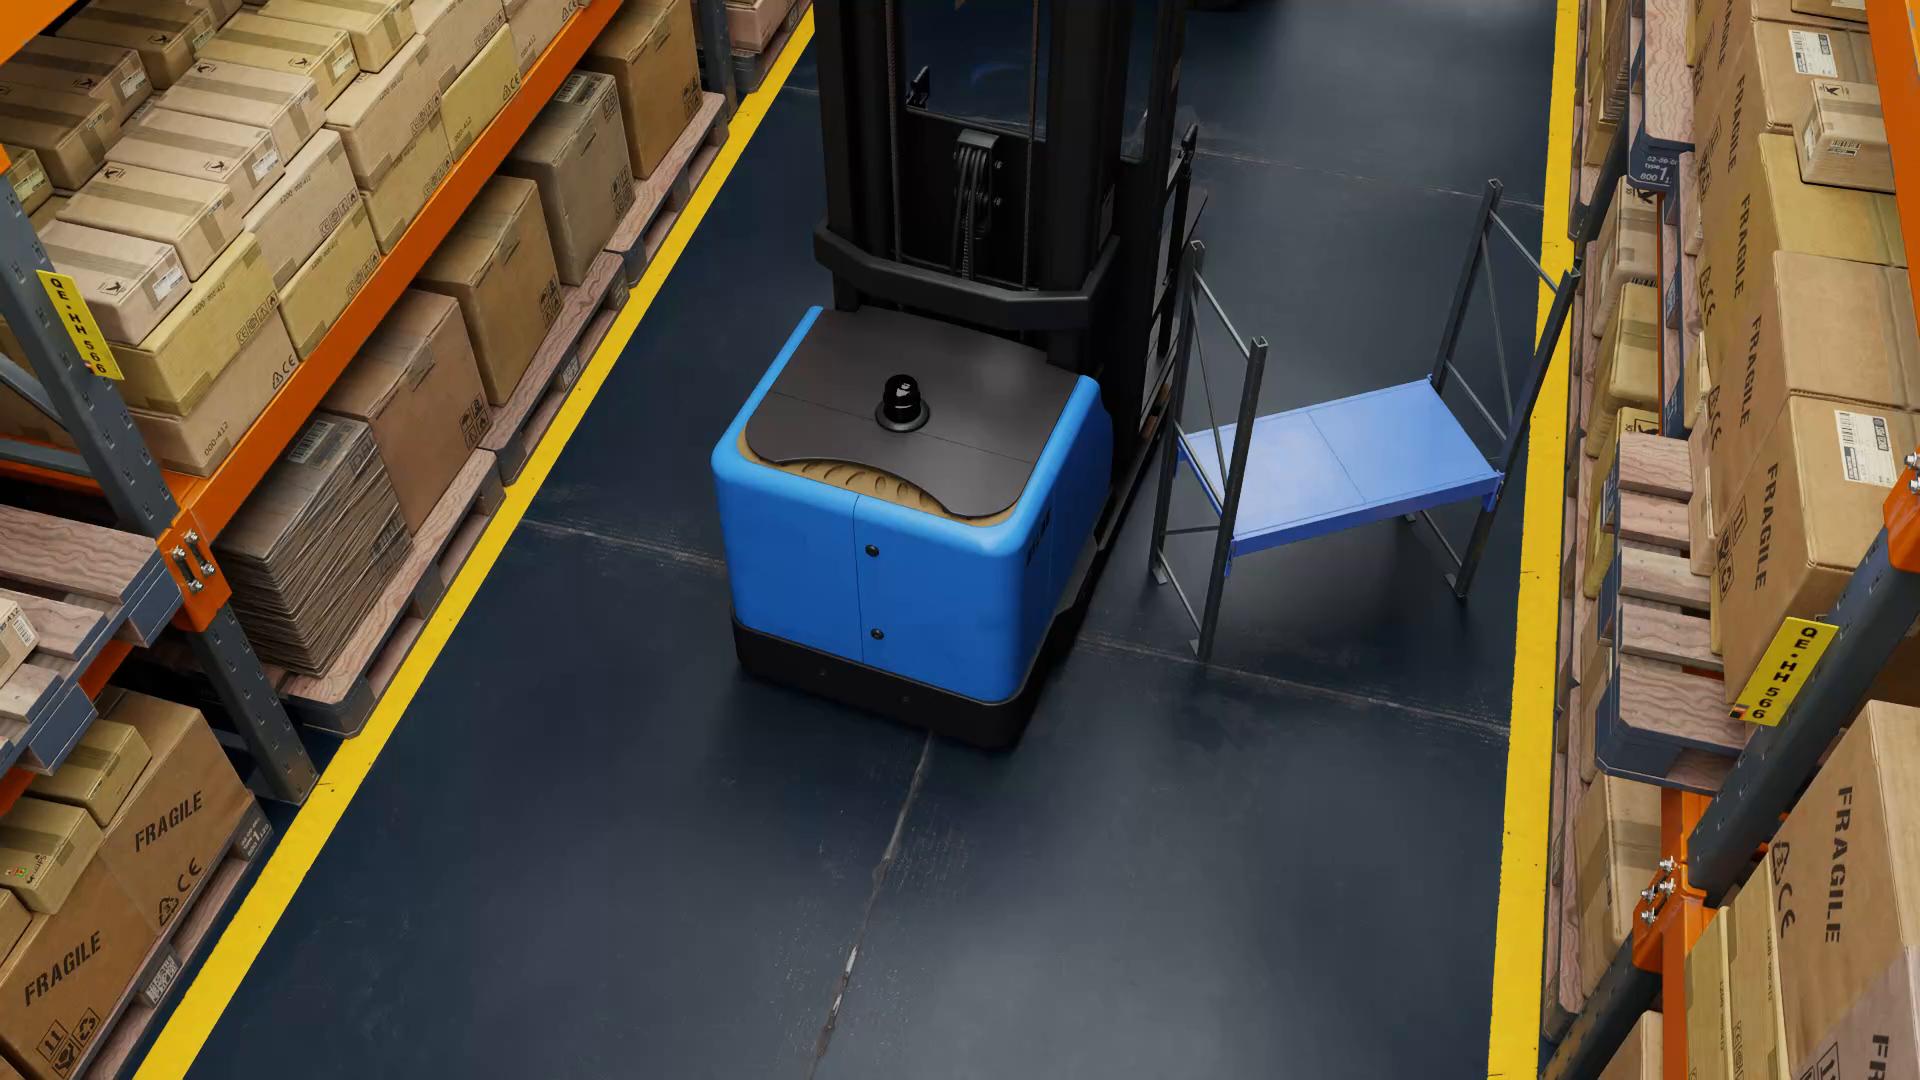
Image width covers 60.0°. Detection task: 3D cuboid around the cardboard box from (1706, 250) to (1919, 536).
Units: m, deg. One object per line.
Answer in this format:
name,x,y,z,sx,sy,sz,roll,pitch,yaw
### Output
cardboard box,2.135,-0.308,3.976,0.500,0.500,0.500,11,49,9

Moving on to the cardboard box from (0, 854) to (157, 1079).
cardboard box,-2.678,1.142,4.628,0.500,0.500,0.500,11,49,9

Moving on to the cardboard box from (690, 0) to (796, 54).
cardboard box,-1.133,-2.661,8.152,0.500,0.250,0.500,12,50,10

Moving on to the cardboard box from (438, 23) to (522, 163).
cardboard box,-1.875,-1.589,5.752,0.500,0.250,0.500,13,50,11

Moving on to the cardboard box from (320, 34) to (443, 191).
cardboard box,-1.991,-1.380,5.234,0.500,0.250,0.500,10,49,9

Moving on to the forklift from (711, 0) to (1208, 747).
forklift,0.227,-1.407,5.537,1.130,2.935,3.031,16,51,14

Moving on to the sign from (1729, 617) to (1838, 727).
sign,1.632,0.266,3.296,0.100,0.325,0.005,12,50,10

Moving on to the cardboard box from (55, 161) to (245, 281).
cardboard box,-2.195,-0.868,4.516,0.380,0.149,0.250,13,50,11

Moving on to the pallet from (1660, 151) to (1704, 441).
pallet,2.639,-0.654,4.954,1.003,0.211,1.213,12,50,10

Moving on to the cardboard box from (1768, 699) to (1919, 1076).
cardboard box,1.792,0.667,2.927,0.500,0.500,0.500,10,49,9

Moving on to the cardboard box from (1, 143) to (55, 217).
cardboard box,-2.781,-0.988,4.622,0.380,0.149,0.250,13,50,11

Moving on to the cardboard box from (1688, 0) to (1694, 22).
cardboard box,2.760,-1.889,5.804,0.380,0.149,0.250,12,50,11

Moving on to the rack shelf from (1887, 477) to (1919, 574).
rack shelf,1.631,1.415,1.480,1.077,0.370,4.000,12,50,10

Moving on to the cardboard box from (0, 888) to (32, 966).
cardboard box,-2.671,1.012,4.311,0.380,0.149,0.250,10,49,9

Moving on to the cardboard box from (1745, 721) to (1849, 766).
cardboard box,2.017,0.383,3.798,0.380,0.149,0.250,13,50,11

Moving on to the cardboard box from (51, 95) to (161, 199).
cardboard box,-2.649,-1.120,5.004,0.500,0.250,0.500,12,50,10

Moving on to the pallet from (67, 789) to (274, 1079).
pallet,-2.865,1.201,5.049,1.003,0.211,1.213,12,50,10

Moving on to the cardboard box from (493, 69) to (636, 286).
cardboard box,-1.917,-1.561,6.931,0.875,0.625,0.625,11,50,10

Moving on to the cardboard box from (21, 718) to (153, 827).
cardboard box,-2.518,0.627,4.651,0.380,0.149,0.250,9,49,8

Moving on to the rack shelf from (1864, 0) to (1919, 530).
rack shelf,2.684,-1.478,4.033,1.077,0.370,4.000,12,50,10

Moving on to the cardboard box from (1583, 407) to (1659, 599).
cardboard box,2.707,-0.036,5.754,0.950,0.372,0.625,13,50,11

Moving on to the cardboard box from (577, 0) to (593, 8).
cardboard box,-1.586,-2.317,6.394,0.500,0.250,0.500,11,50,10

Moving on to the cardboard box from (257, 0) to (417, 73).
cardboard box,-1.934,-1.610,5.171,0.380,0.149,0.250,13,50,11

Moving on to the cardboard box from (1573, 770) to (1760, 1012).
cardboard box,2.316,1.047,4.798,0.950,0.372,0.625,9,49,7

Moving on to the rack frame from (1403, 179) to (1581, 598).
rack frame,1.758,-0.465,5.660,0.032,1.500,0.500,-13,50,-12

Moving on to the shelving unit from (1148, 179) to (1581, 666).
shelving unit,1.273,-0.350,5.559,1.048,1.500,0.538,-13,50,-12

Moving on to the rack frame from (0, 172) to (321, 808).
rack frame,-2.632,-0.254,4.474,1.000,3.000,0.127,12,50,10

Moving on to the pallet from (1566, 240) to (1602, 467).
pallet,3.007,-0.684,6.713,1.003,0.211,1.213,12,50,10

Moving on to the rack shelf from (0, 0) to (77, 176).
rack shelf,-2.106,-2.455,4.895,1.077,0.370,4.000,12,50,10

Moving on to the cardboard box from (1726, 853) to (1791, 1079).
cardboard box,1.786,0.925,3.200,0.500,0.250,0.500,11,50,10

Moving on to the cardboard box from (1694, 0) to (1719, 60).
cardboard box,2.679,-1.796,5.289,0.500,0.500,0.500,12,50,10

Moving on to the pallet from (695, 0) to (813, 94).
pallet,-1.330,-2.792,8.573,1.003,0.211,1.213,12,50,10

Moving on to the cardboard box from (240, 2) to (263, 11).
cardboard box,-2.375,-1.844,5.643,0.500,0.250,0.500,11,49,9

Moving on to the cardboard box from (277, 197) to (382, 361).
cardboard box,-2.142,-0.840,5.091,0.500,0.250,0.500,11,49,9

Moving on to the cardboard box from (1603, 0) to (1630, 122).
cardboard box,3.107,-2.129,7.182,0.500,0.500,0.500,11,49,10

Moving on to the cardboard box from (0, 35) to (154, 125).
cardboard box,-2.656,-1.355,4.946,0.380,0.149,0.250,11,49,9

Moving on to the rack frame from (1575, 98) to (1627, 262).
rack frame,3.210,-2.171,6.165,1.000,3.000,0.127,12,50,10

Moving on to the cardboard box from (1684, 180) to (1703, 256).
cardboard box,2.390,-0.952,4.977,0.380,0.149,0.250,13,50,11

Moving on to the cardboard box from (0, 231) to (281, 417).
cardboard box,-2.255,-0.638,4.579,0.500,0.250,0.500,12,50,10

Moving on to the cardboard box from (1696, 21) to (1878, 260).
cardboard box,2.411,-1.067,4.646,0.500,0.500,0.500,10,49,8

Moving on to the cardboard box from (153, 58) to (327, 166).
cardboard box,-2.095,-1.250,4.853,0.380,0.149,0.250,12,50,10

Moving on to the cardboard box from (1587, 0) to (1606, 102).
cardboard box,3.237,-2.267,7.804,0.500,0.250,0.500,10,49,9

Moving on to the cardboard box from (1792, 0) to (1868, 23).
cardboard box,2.559,-1.579,4.665,0.380,0.149,0.250,14,50,12

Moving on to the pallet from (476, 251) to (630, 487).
pallet,-2.055,-0.799,6.814,1.003,0.211,1.213,12,50,10

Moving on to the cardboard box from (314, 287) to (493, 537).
cardboard box,-2.290,-0.530,6.021,0.875,0.625,0.625,13,50,11

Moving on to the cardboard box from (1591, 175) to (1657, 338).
cardboard box,3.075,-1.060,6.658,0.950,0.372,0.625,12,50,11

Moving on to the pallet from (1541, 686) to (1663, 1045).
pallet,2.365,1.081,5.156,1.003,0.211,1.213,12,50,10

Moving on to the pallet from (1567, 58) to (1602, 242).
pallet,3.353,-1.741,7.645,1.003,0.211,1.213,12,50,10

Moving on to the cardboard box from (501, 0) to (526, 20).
cardboard box,-1.730,-2.115,5.883,0.500,0.250,0.500,12,50,11

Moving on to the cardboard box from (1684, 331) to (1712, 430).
cardboard box,2.174,-0.398,4.488,0.380,0.149,0.250,12,50,11

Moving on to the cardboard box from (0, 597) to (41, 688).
cardboard box,-2.435,0.241,3.924,0.380,0.149,0.250,12,50,11

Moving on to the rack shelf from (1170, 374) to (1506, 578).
rack shelf,1.273,-0.231,5.693,1.000,0.185,0.538,-13,50,-12

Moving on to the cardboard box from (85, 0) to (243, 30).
cardboard box,-2.527,-1.726,5.273,0.380,0.149,0.250,11,49,9

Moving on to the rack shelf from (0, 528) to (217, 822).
rack shelf,-3.158,1.431,3.467,1.077,0.370,4.000,12,50,10

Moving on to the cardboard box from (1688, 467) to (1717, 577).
cardboard box,2.041,-0.016,4.151,0.380,0.149,0.250,11,50,10
